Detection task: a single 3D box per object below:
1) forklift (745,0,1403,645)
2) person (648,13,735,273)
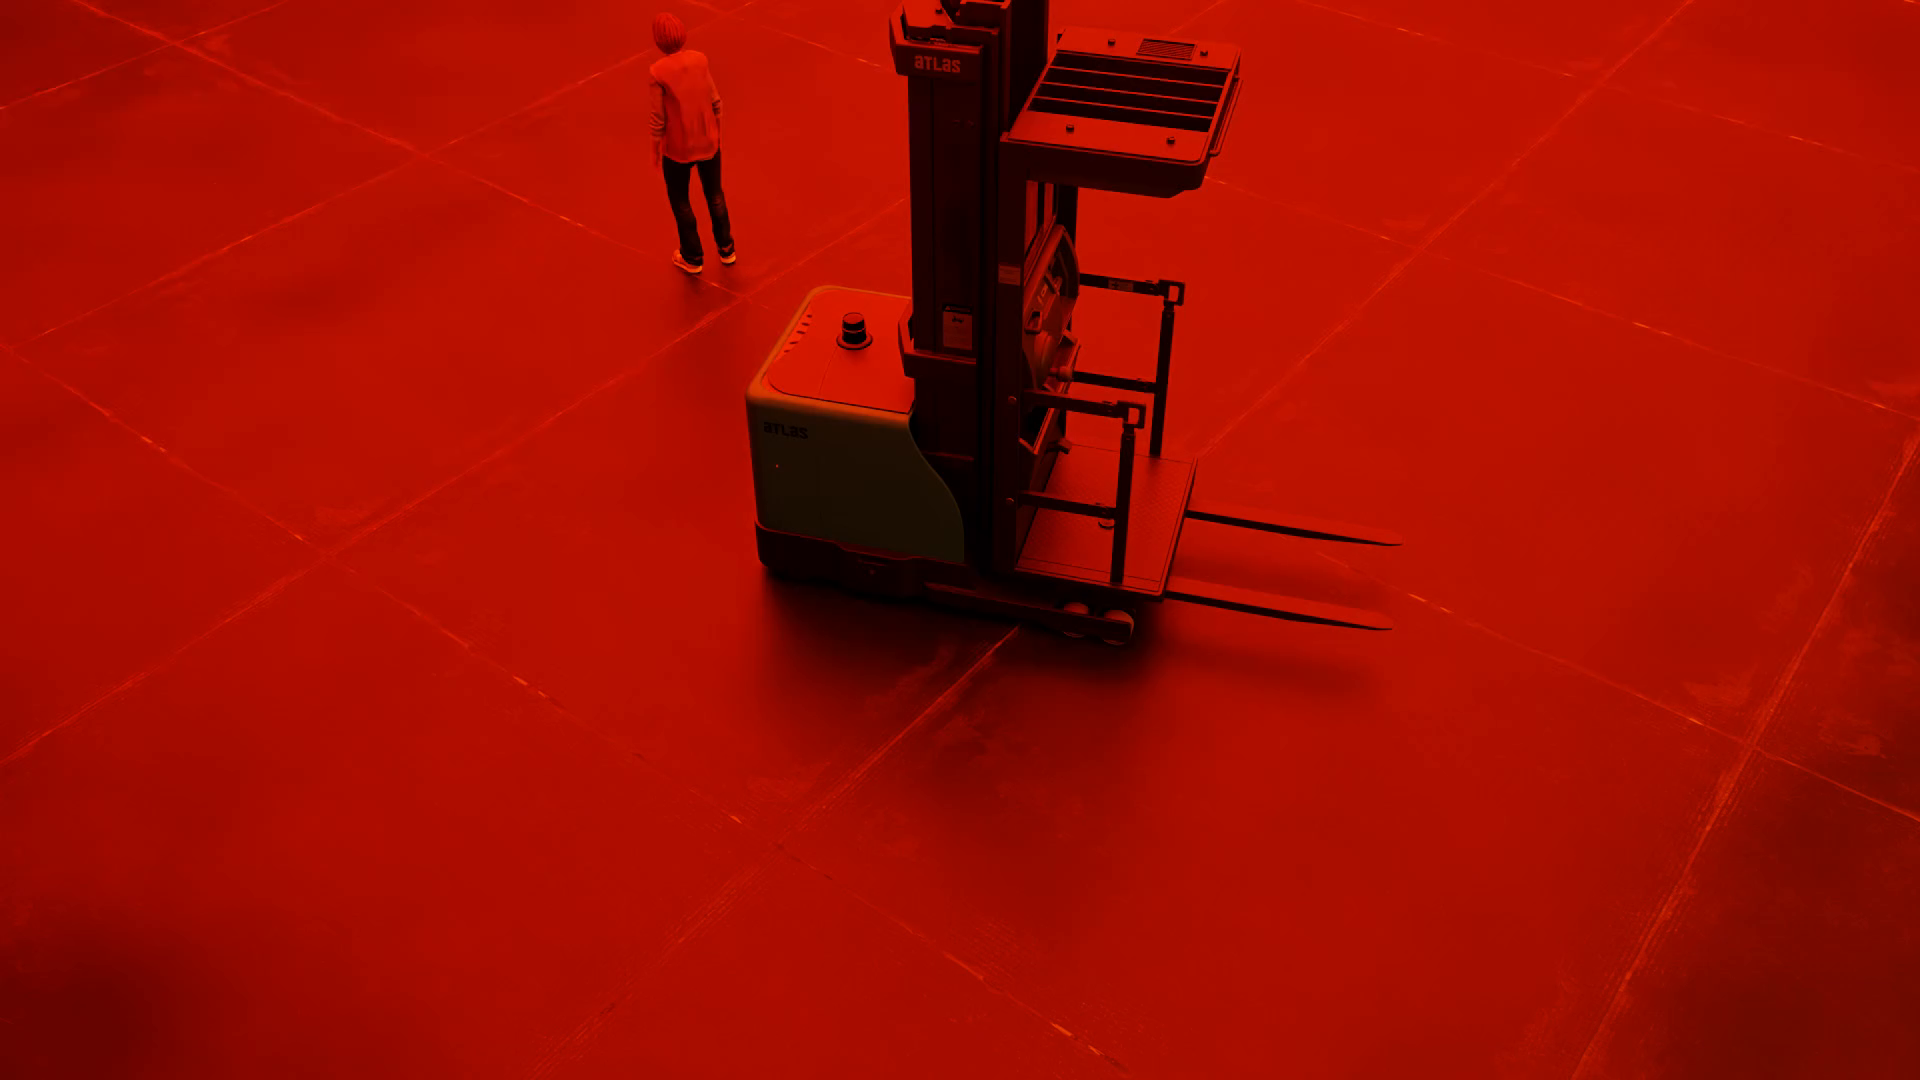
[{"bbox_3d":[0.587,-1.011,7.260,3.031,2.935,1.130,10,41,12],"label":"forklift"},{"bbox_3d":[-1.598,-2.322,9.830,0.485,1.593,0.344,-23,45,-24],"label":"person"}]
